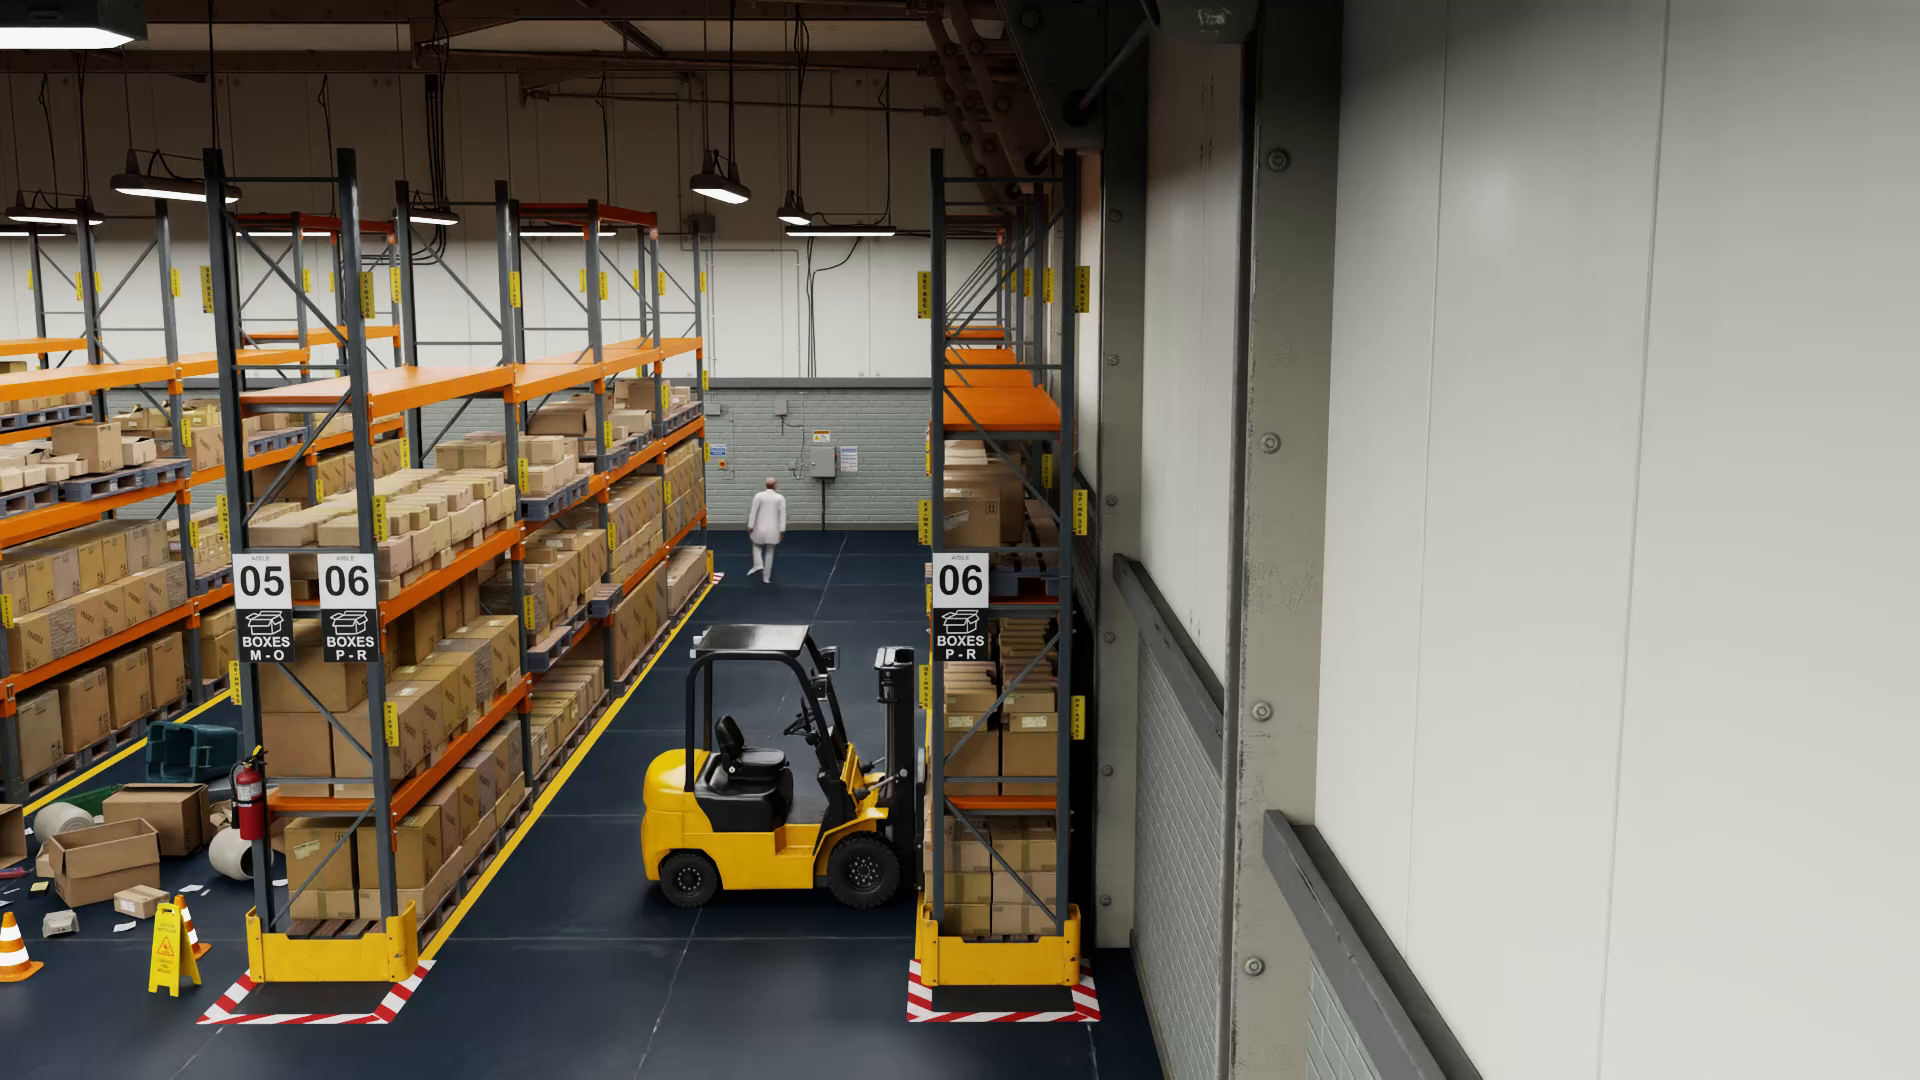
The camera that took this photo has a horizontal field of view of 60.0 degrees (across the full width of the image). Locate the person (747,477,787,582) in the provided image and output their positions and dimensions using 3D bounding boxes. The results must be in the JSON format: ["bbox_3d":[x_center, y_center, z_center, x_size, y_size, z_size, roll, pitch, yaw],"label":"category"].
[{"bbox_3d":[-3.240,-0.170,27.897,0.671,1.776,0.542,0,9,0],"label":"person"}]
